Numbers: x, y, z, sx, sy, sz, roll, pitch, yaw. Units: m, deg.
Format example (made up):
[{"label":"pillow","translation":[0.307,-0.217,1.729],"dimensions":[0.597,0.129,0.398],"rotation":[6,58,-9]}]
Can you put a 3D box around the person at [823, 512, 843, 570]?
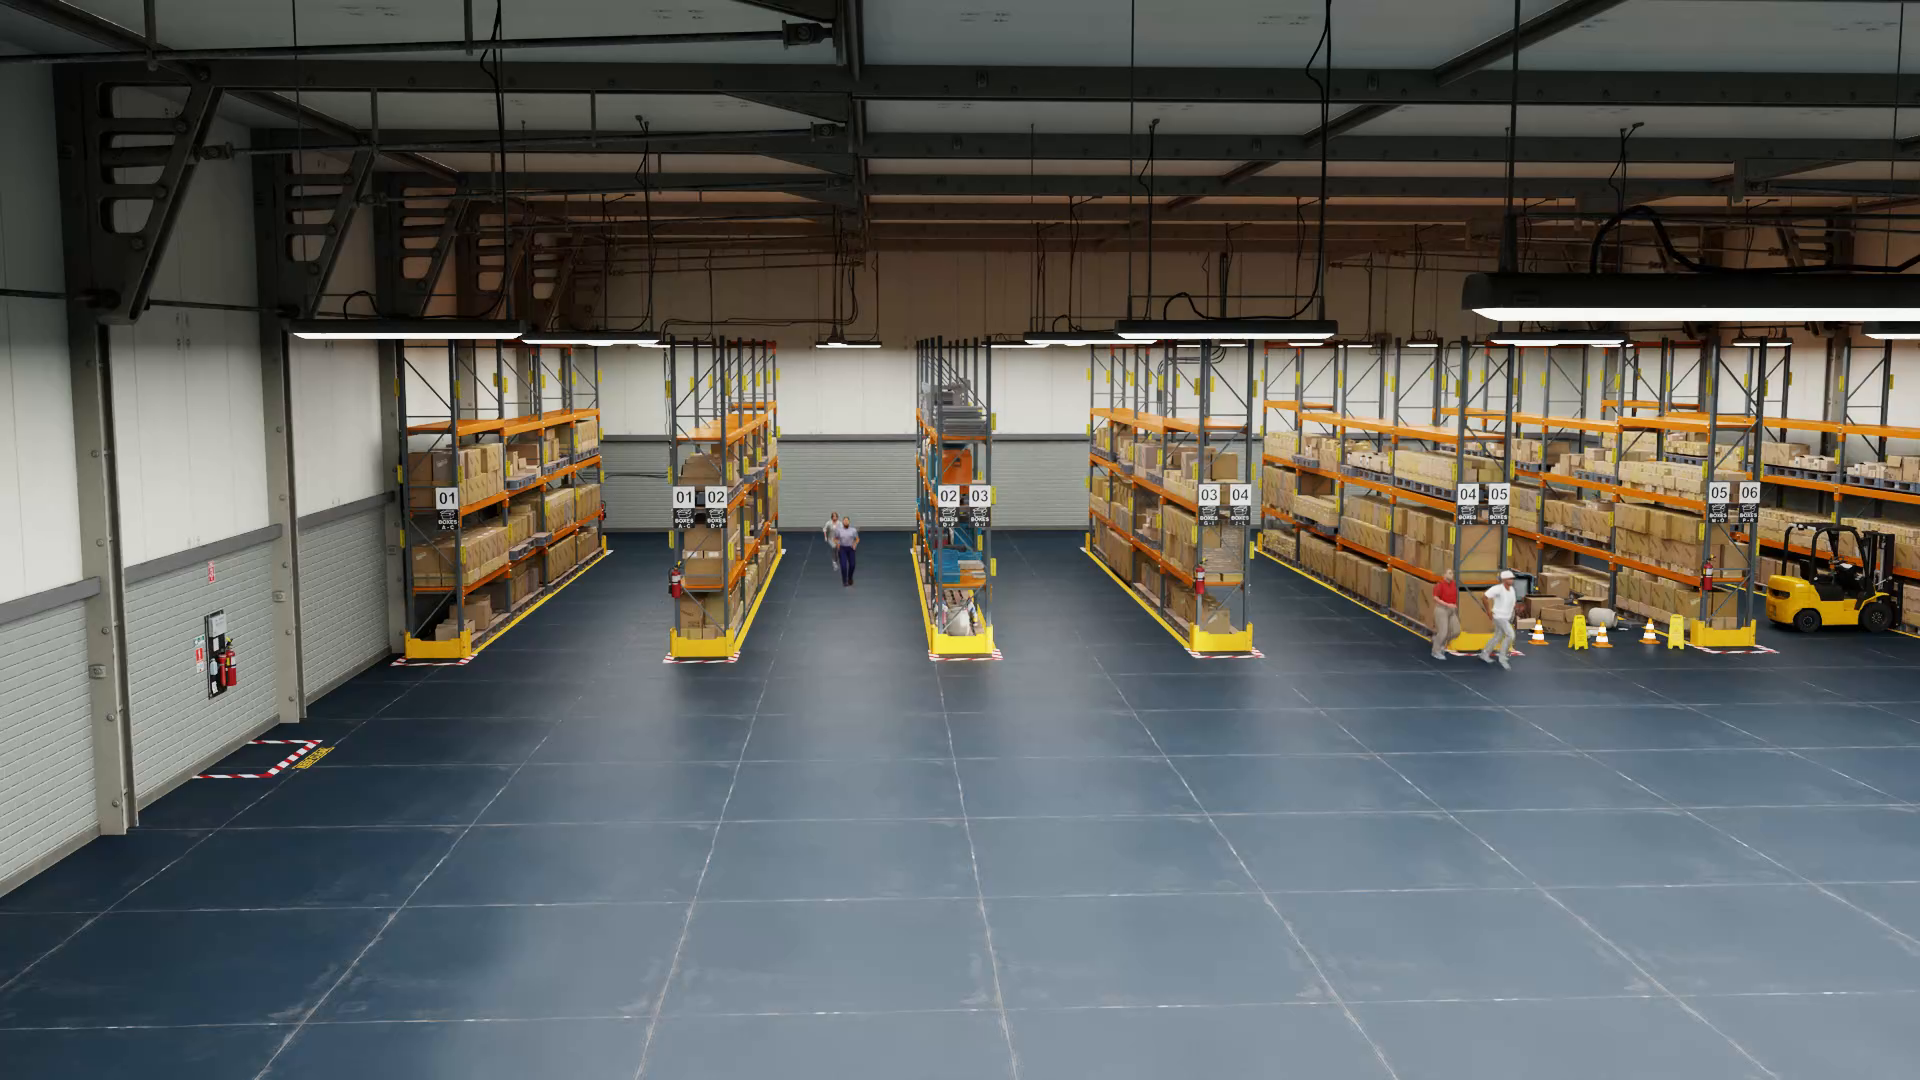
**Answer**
[{"label":"person","translation":[-3.215,0.046,42.577],"dimensions":[0.534,1.540,0.890],"rotation":[-2,7,-13]}]

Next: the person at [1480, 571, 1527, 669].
[{"label":"person","translation":[9.851,1.444,30.204],"dimensions":[0.842,1.807,0.623],"rotation":[6,9,42]}]

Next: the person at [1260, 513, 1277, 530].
[{"label":"person","translation":[9.143,-0.692,49.117],"dimensions":[0.526,1.681,0.761],"rotation":[0,7,3]}]

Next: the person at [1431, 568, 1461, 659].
[{"label":"person","translation":[9.114,1.372,31.011],"dimensions":[0.703,1.700,0.606],"rotation":[-4,8,-34]}]

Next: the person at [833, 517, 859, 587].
[{"label":"person","translation":[-2.630,0.272,38.511],"dimensions":[0.605,1.621,0.533],"rotation":[-1,7,-8]}]
